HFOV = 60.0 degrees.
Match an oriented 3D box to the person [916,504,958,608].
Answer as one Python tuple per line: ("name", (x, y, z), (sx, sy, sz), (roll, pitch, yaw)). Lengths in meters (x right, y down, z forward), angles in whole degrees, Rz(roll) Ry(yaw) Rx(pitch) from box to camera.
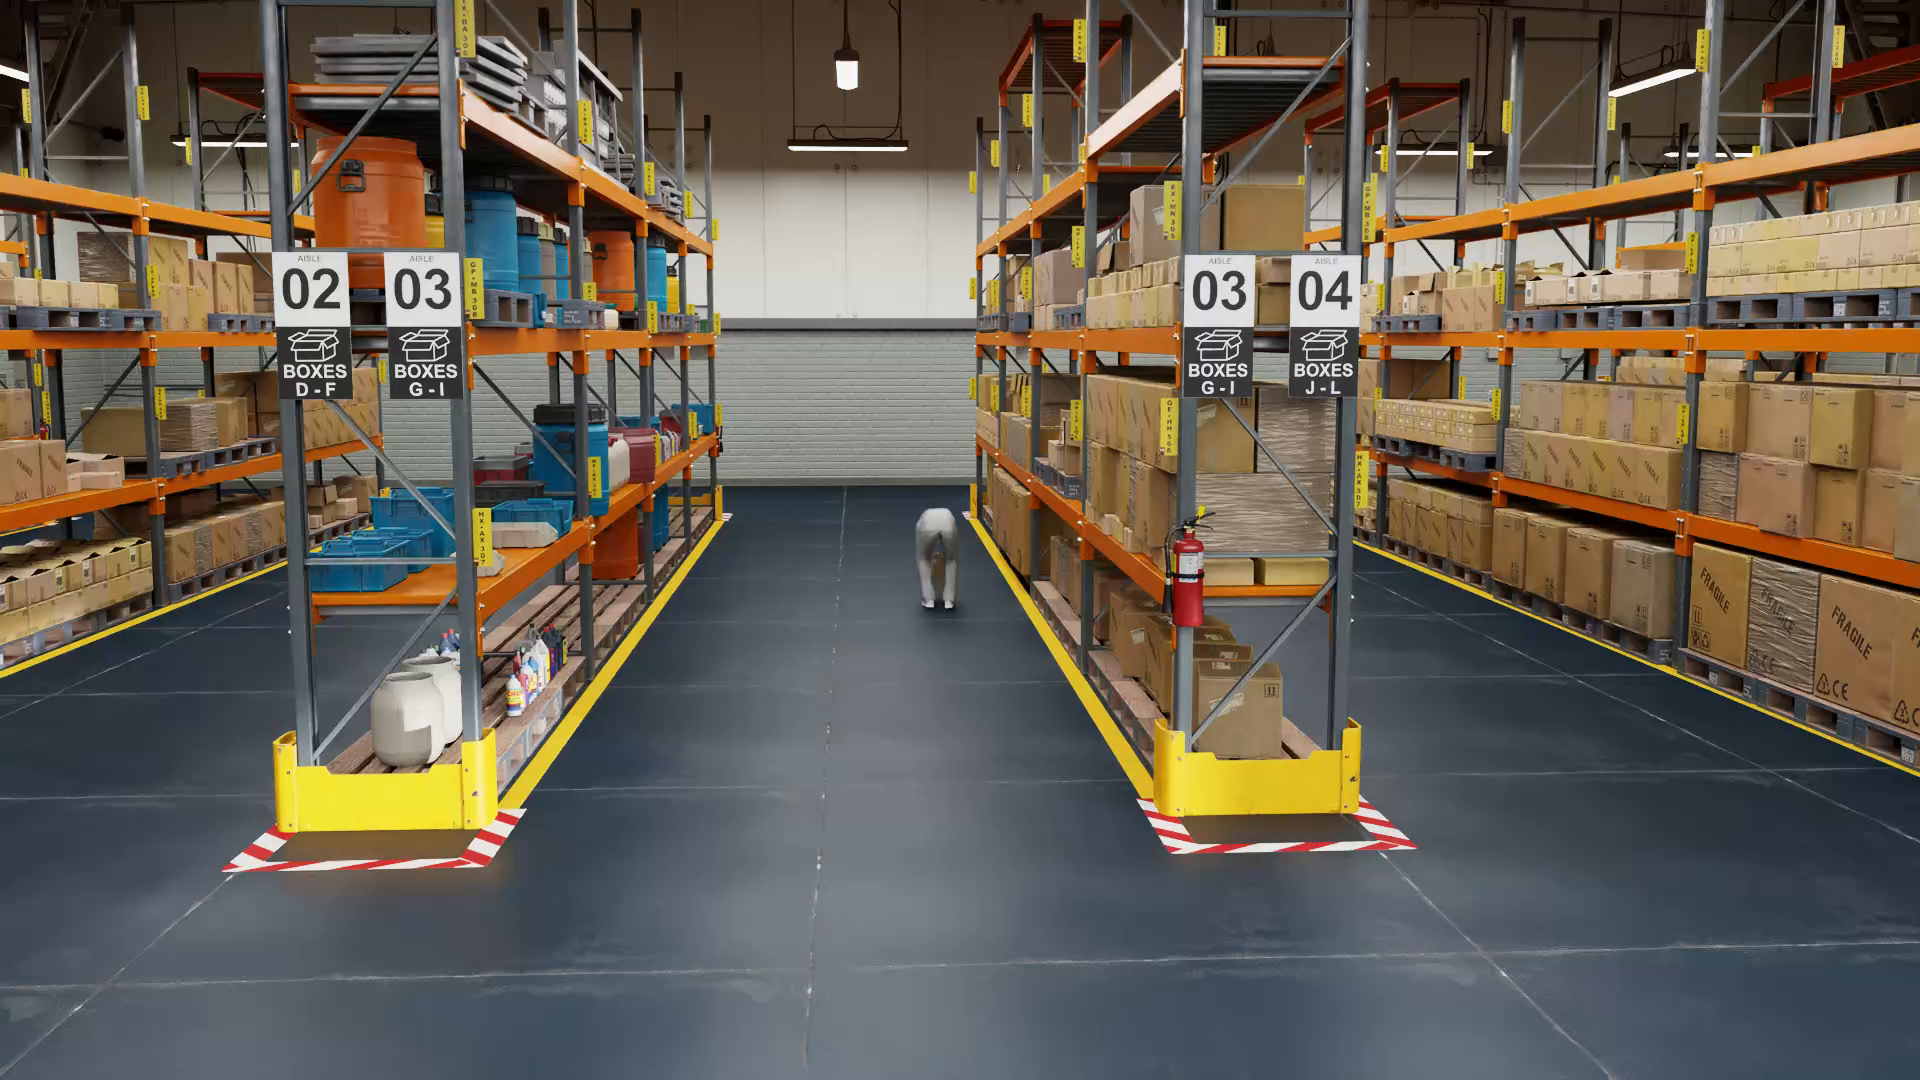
("person", (-0.242, 0.157, 17.164), (0.427, 1.024, 0.872), (-1, 7, -6))
